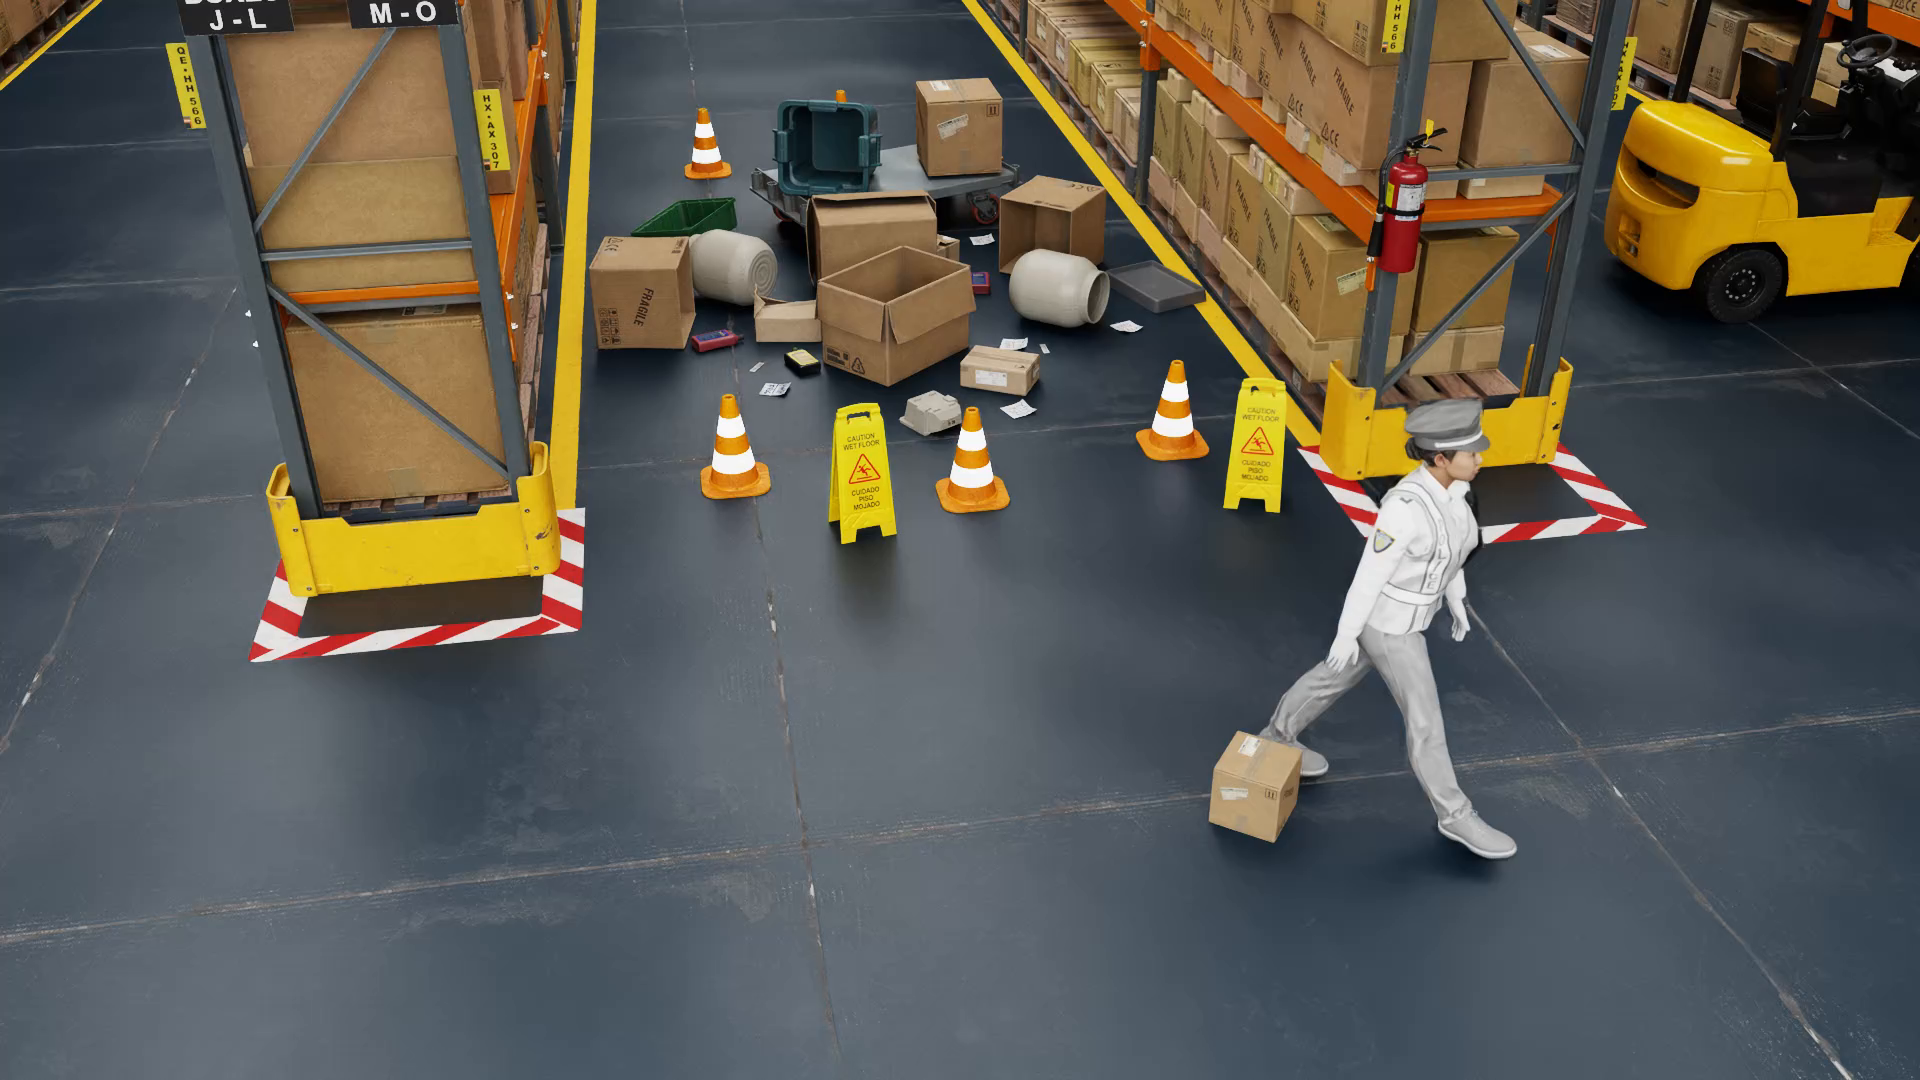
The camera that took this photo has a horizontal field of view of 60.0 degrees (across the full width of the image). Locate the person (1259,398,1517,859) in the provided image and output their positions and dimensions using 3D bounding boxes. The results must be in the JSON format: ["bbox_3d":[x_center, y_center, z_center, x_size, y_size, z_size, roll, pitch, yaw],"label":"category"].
[{"bbox_3d":[1.563,0.241,5.696,1.002,1.607,0.510,16,35,25],"label":"person"}]
